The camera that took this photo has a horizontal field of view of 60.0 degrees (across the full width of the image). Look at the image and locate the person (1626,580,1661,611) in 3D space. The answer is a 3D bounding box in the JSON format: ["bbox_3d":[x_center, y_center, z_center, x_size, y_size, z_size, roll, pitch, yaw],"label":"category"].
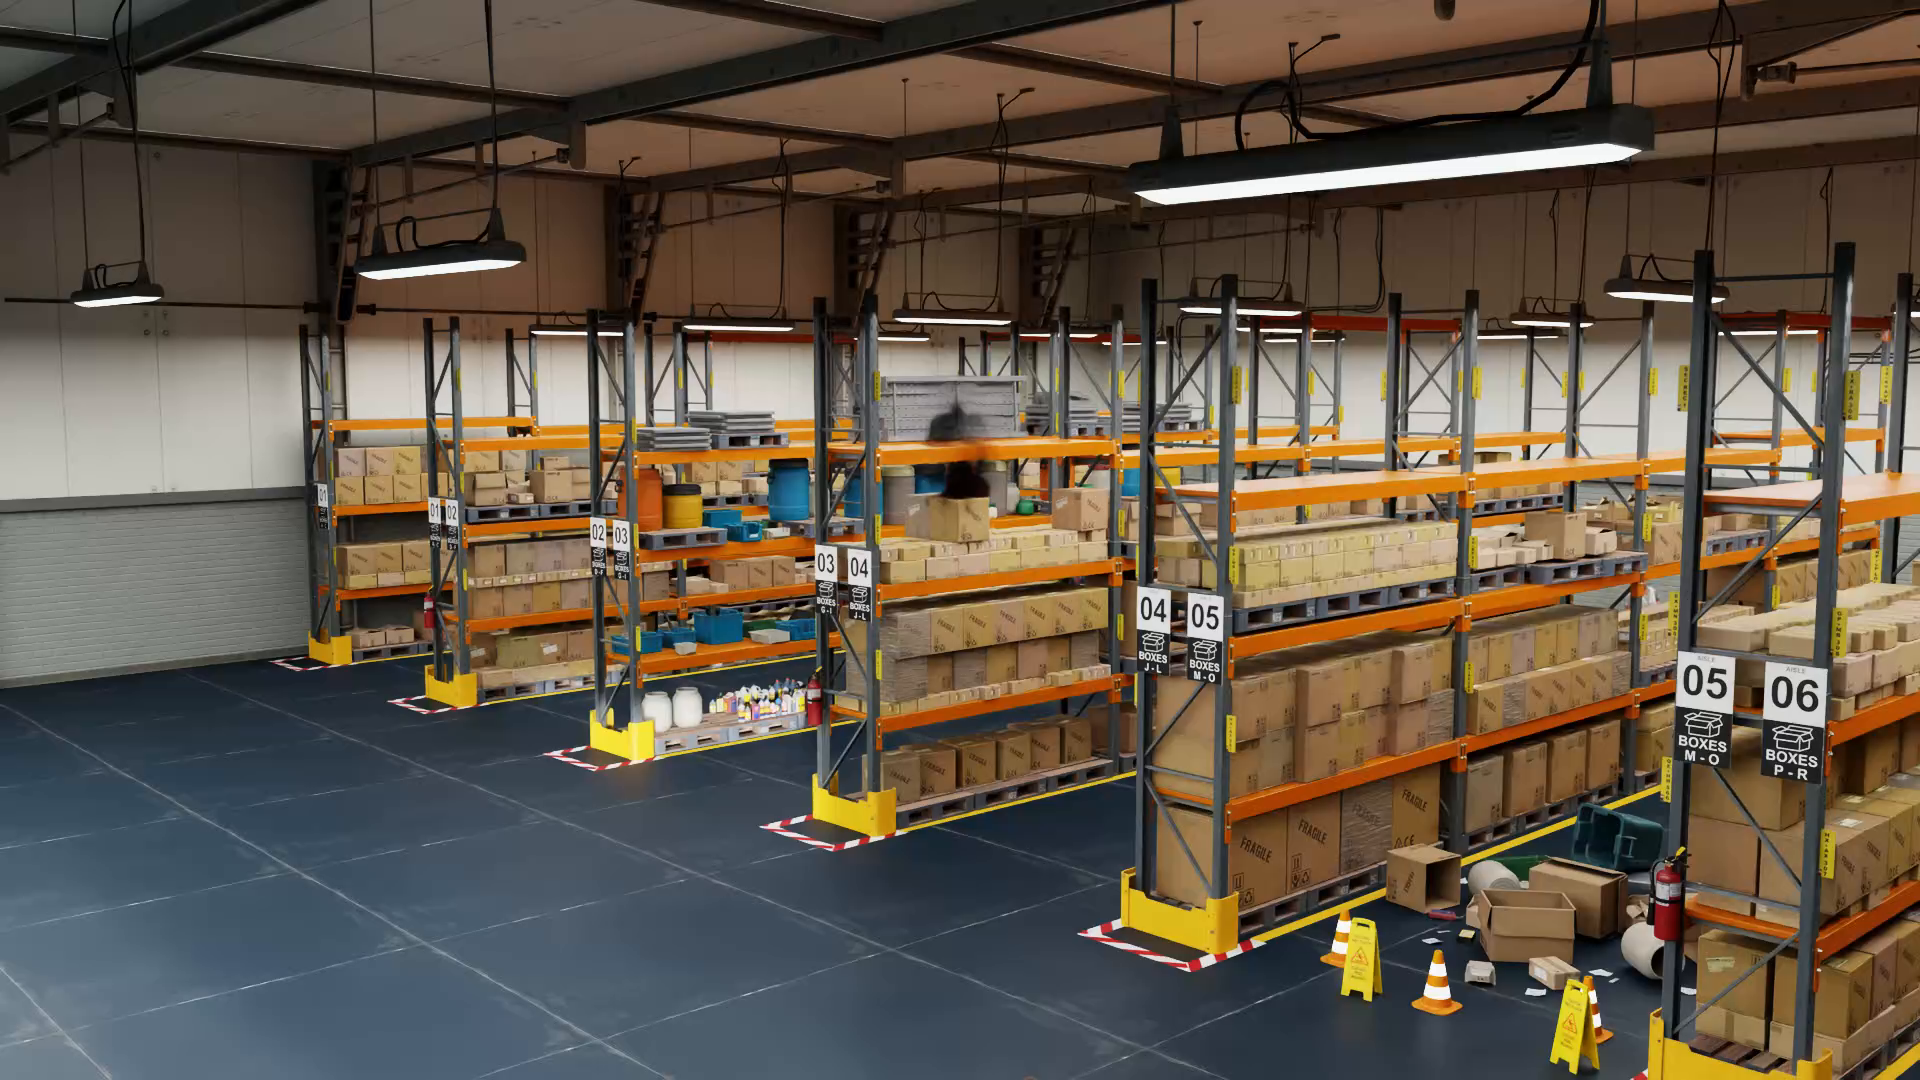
[{"bbox_3d":[11.997,1.390,28.998,0.795,1.656,0.591,0,6,-3],"label":"person"}]

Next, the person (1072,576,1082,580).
[{"bbox_3d":[2.388,1.037,32.880,0.577,1.676,0.697,6,8,44],"label":"person"}]
